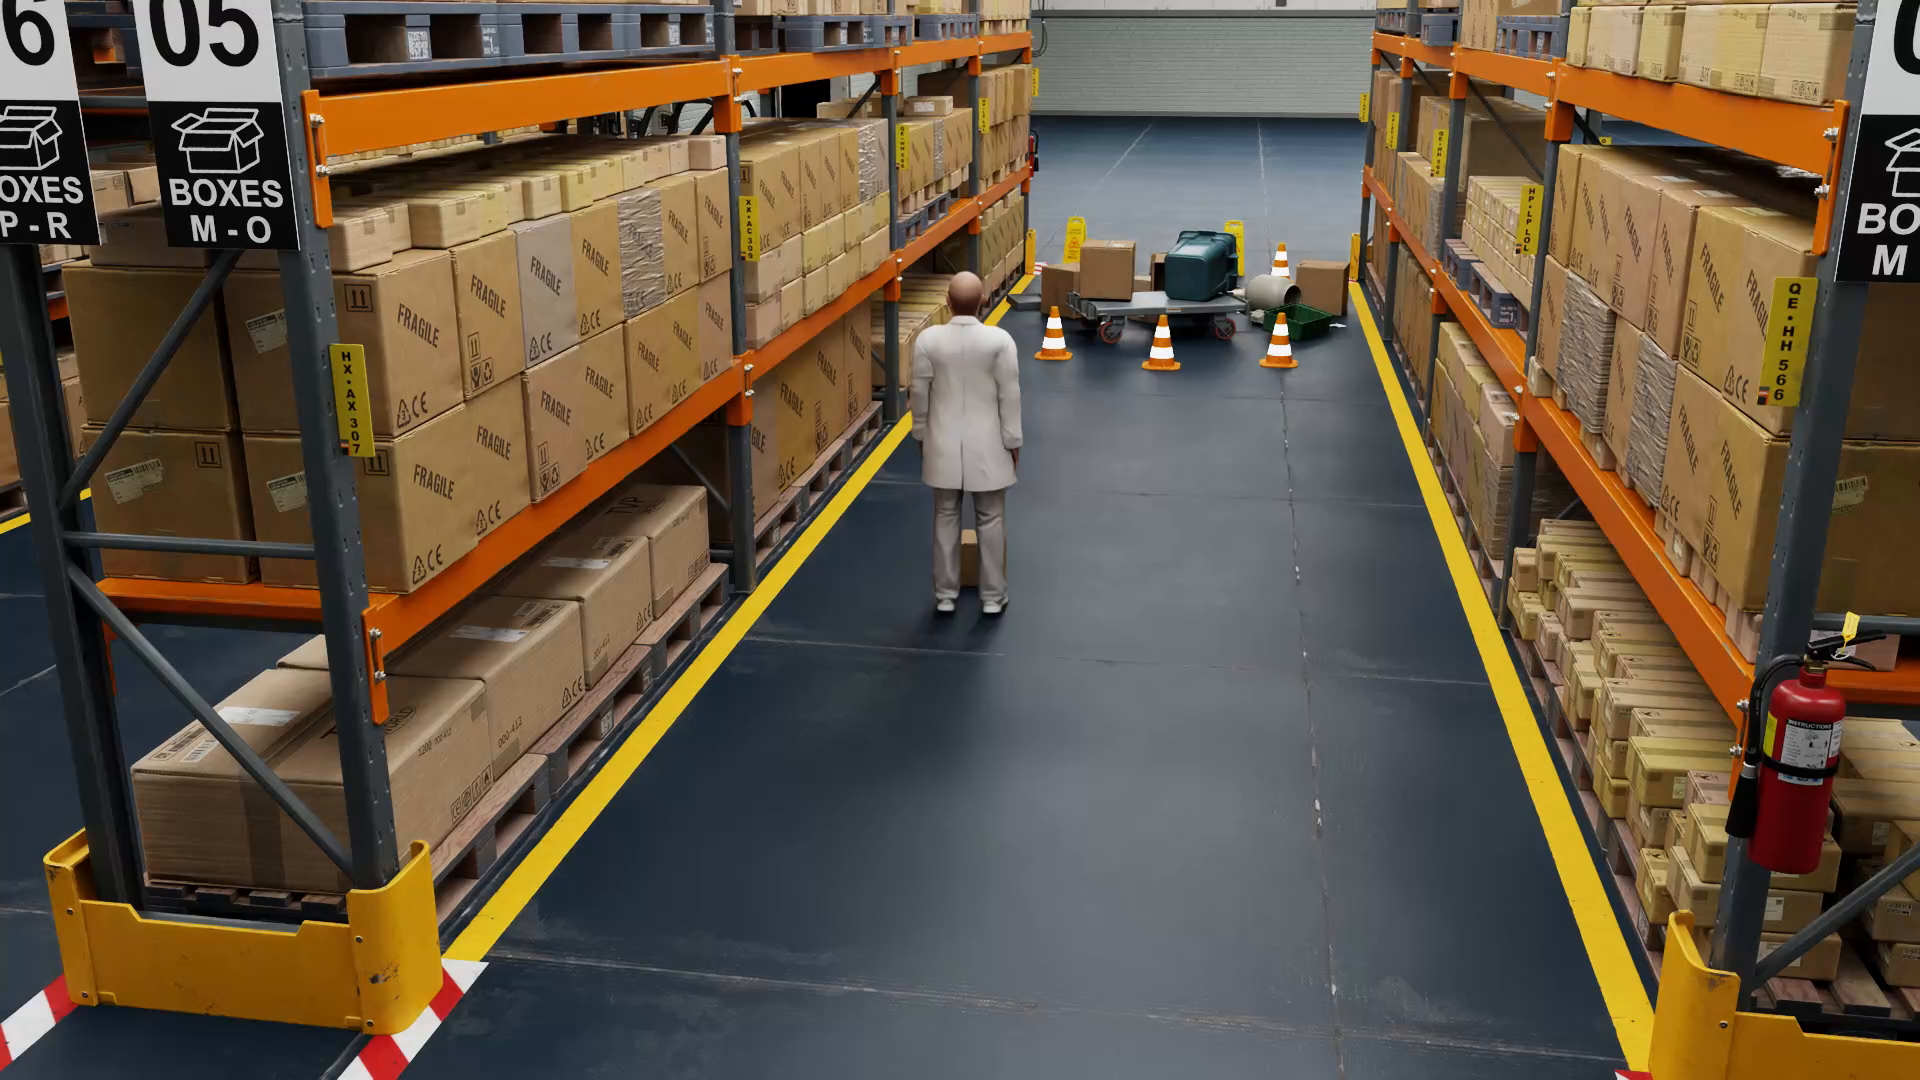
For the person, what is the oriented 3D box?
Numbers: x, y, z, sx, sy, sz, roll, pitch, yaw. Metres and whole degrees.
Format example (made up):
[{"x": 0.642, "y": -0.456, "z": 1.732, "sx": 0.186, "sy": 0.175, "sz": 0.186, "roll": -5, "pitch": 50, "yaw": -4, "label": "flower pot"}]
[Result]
[{"x": 0.040, "y": -0.502, "z": 8.583, "sx": 0.589, "sy": 1.790, "sz": 0.420, "roll": 3, "pitch": 18, "yaw": 9, "label": "person"}]
